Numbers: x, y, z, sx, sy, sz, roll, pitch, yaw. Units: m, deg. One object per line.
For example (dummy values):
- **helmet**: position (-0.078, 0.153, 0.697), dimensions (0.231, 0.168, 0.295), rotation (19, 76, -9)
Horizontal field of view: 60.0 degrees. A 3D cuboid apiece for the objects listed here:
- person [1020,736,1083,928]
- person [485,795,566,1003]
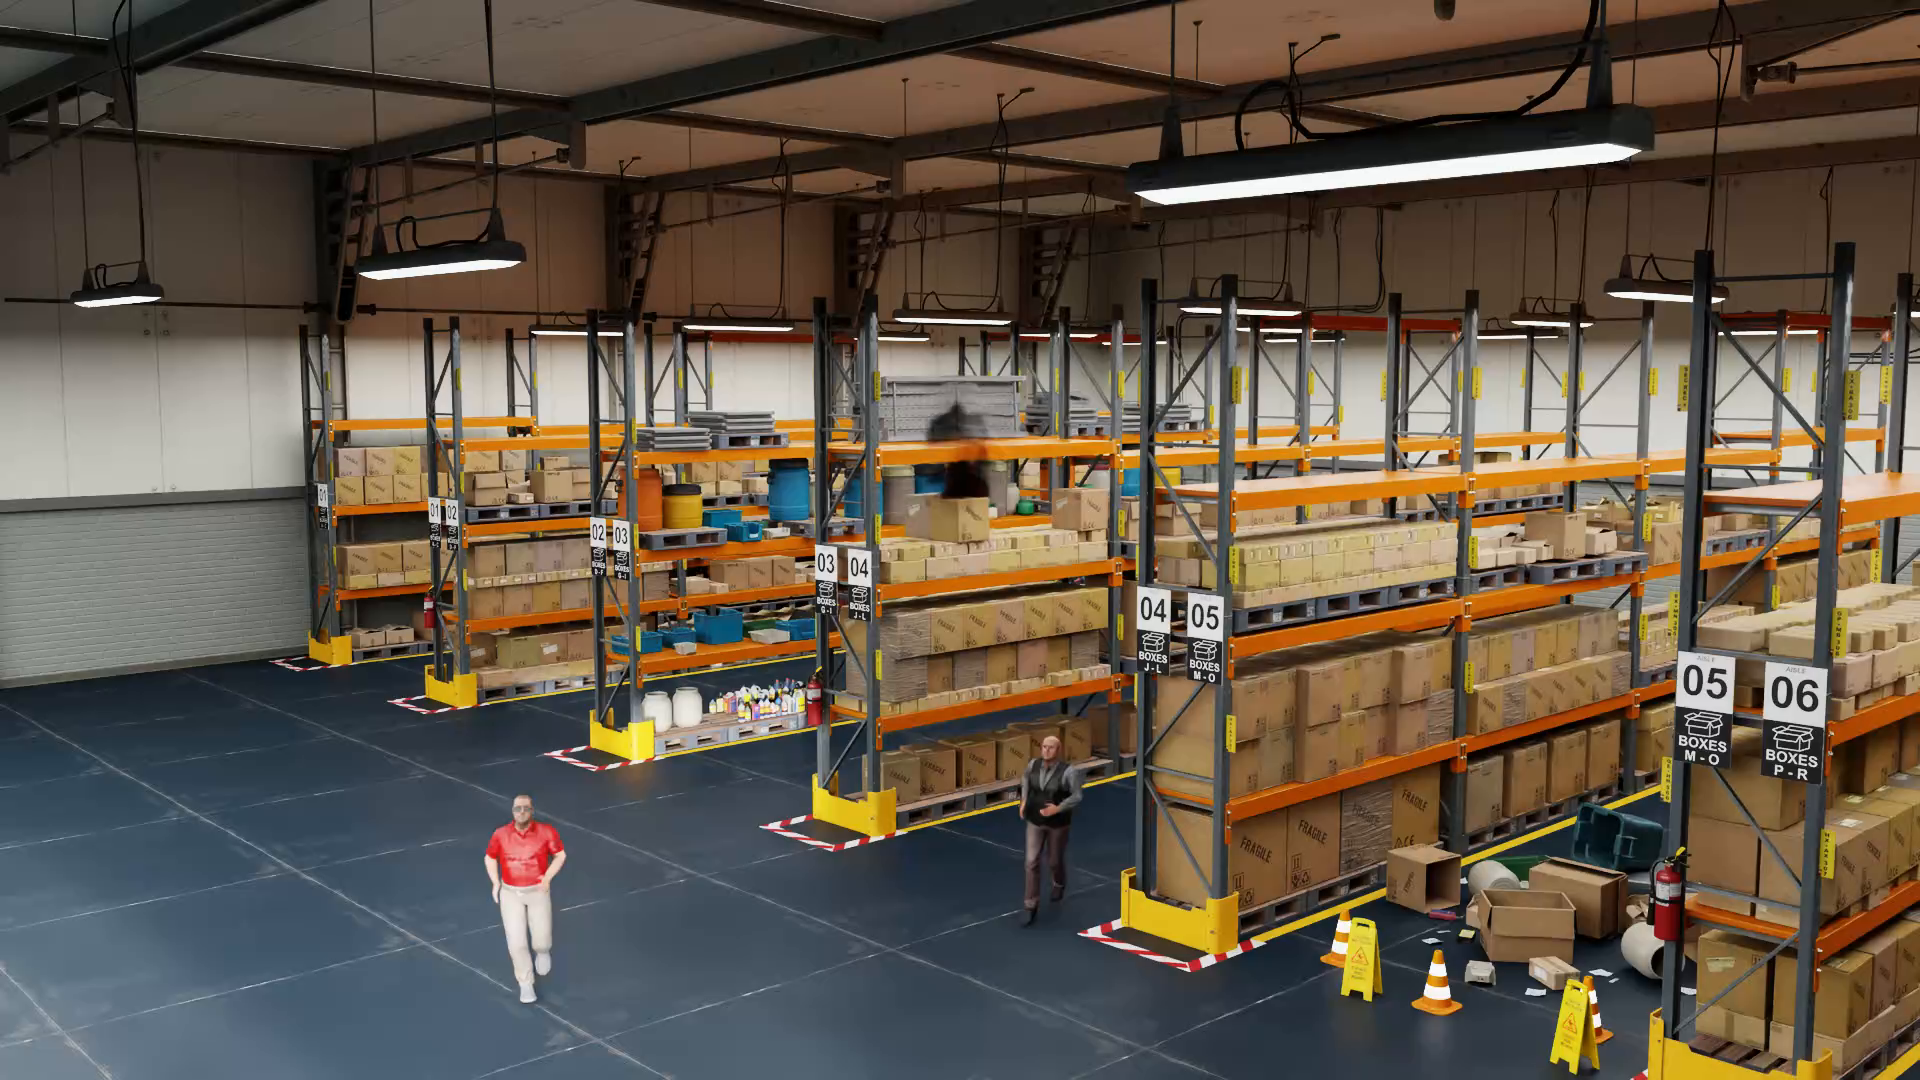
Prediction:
- **person**: position (0.856, 2.718, 15.805), dimensions (0.664, 1.755, 0.895), rotation (2, 6, 19)
- **person**: position (-3.606, 2.935, 13.806), dimensions (0.656, 1.682, 0.664), rotation (-1, 6, -10)
